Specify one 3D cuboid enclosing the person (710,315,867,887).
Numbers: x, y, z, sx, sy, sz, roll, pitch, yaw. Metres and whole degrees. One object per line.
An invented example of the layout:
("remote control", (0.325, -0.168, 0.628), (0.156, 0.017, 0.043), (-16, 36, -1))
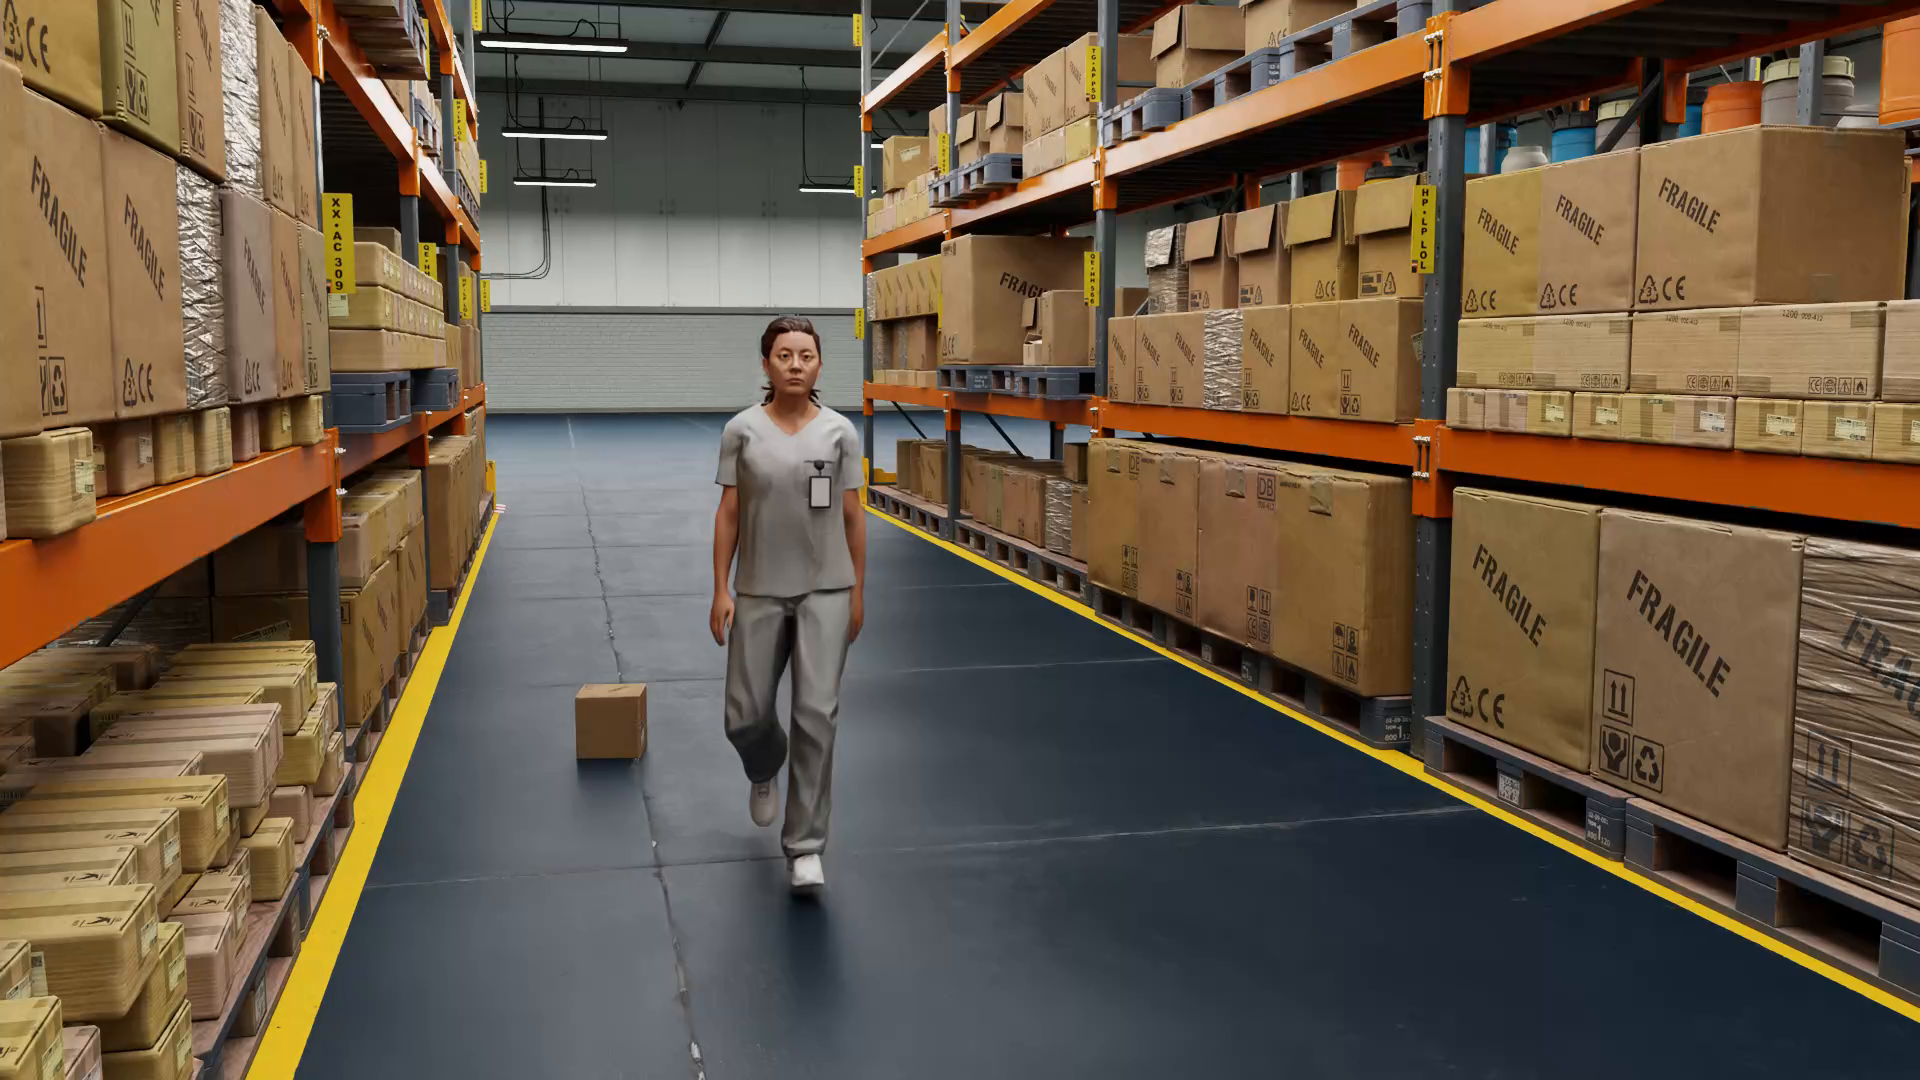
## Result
("person", (-0.513, 0.162, 4.986), (0.466, 1.649, 0.672), (0, 6, -4))
